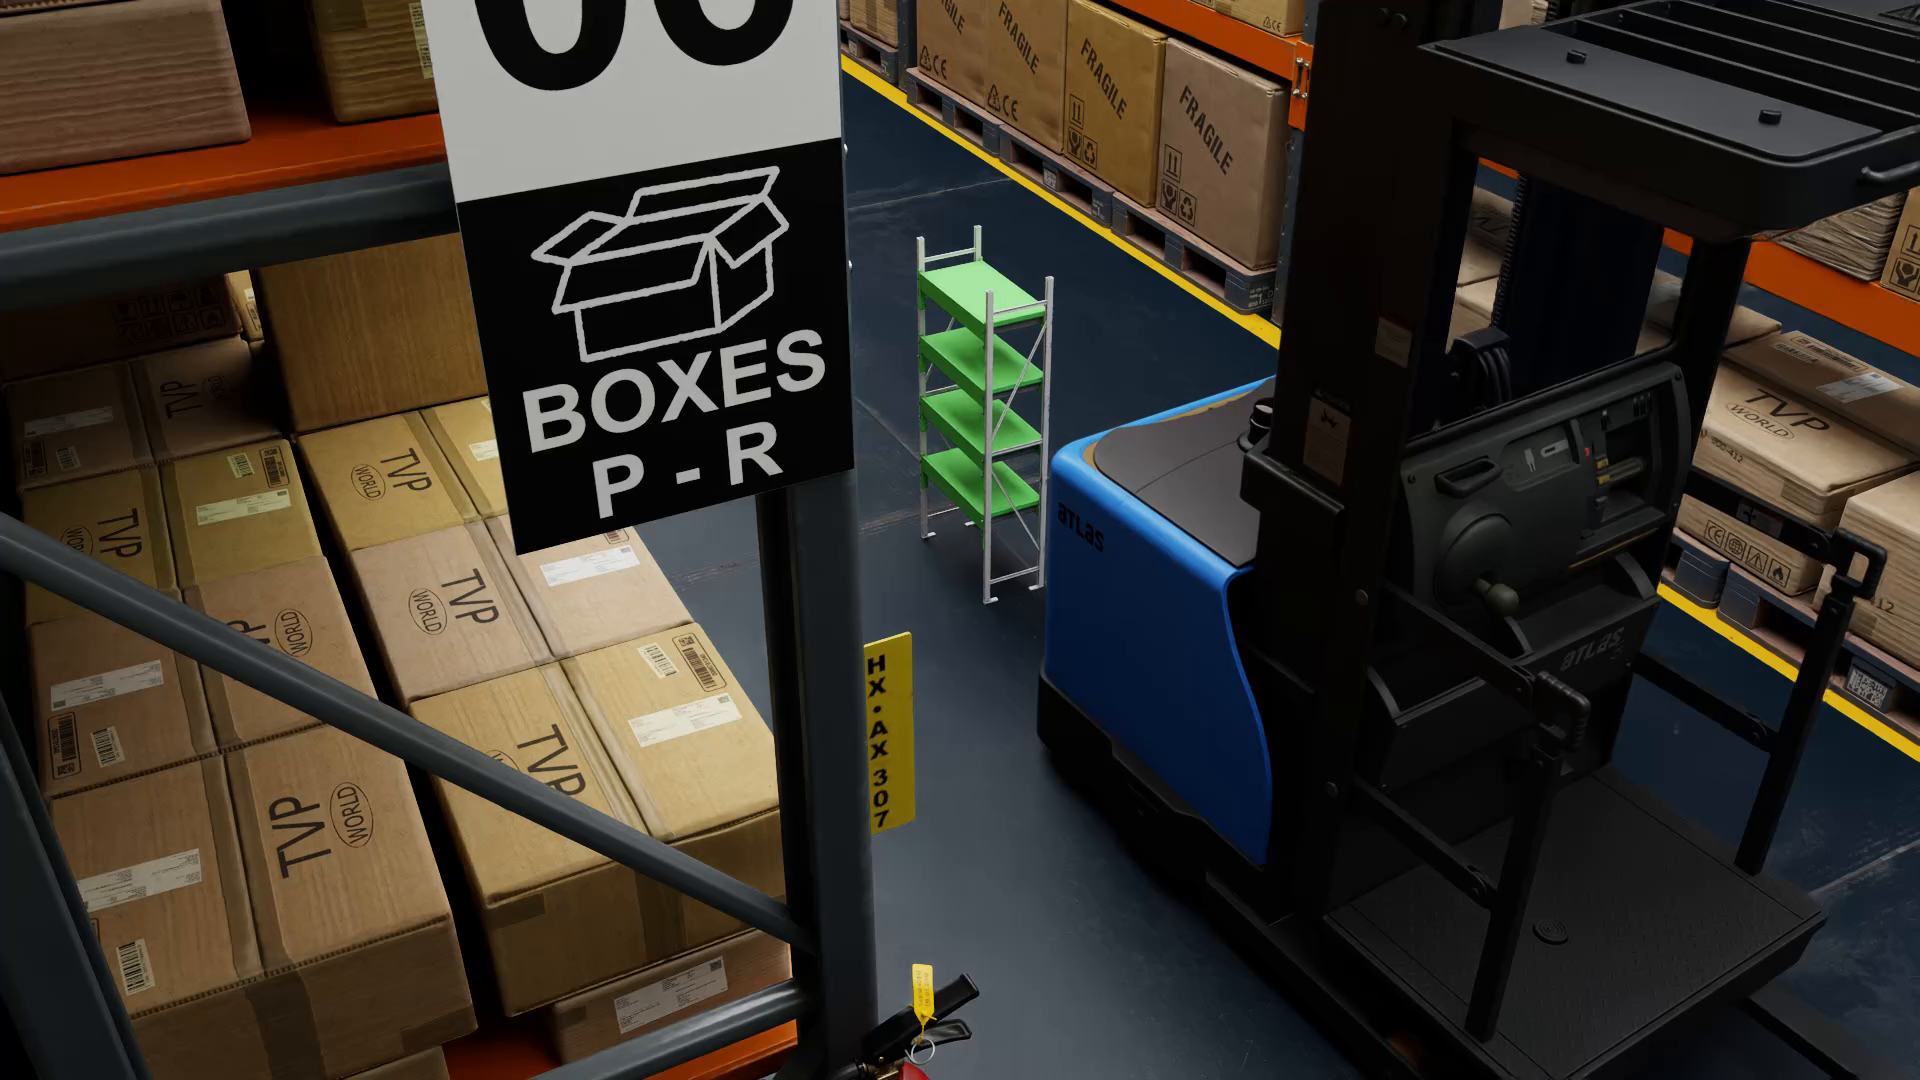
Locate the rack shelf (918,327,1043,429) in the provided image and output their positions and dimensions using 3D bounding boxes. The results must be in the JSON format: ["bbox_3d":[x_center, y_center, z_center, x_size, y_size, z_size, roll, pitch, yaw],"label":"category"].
[{"bbox_3d":[0.077,-0.575,5.708,0.258,0.148,0.480,-16,36,-23],"label":"rack shelf"}]

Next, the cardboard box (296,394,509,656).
[{"bbox_3d":[-1.036,-0.057,3.422,0.500,0.250,0.500,-17,36,-24],"label":"cardboard box"}]

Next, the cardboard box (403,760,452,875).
[{"bbox_3d":[-0.812,0.424,3.040,0.380,0.149,0.250,-16,36,-24],"label":"cardboard box"}]

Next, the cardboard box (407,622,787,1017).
[{"bbox_3d":[-0.562,0.425,2.670,0.500,0.250,0.500,-16,36,-23],"label":"cardboard box"}]

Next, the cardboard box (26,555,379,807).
[{"bbox_3d":[-1.277,0.310,2.849,0.500,0.250,0.500,-16,36,-23],"label":"cardboard box"}]

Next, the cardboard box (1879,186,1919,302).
[{"bbox_3d":[3.121,-0.928,4.826,0.500,0.500,0.500,-17,36,-24],"label":"cardboard box"}]

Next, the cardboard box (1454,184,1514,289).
[{"bbox_3d":[2.134,-1.160,7.265,0.875,0.438,0.875,-16,36,-24],"label":"cardboard box"}]

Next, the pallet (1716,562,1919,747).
[{"bbox_3d":[3.359,0.333,5.535,1.003,0.211,1.213,-16,36,-23],"label":"pallet"}]

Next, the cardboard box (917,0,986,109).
[{"bbox_3d":[0.319,-3.229,10.089,0.875,0.875,0.875,-16,36,-24],"label":"cardboard box"}]

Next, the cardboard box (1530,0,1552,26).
[{"bbox_3d":[2.380,-1.660,5.968,0.500,0.500,0.500,-16,36,-23],"label":"cardboard box"}]

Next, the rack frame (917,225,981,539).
[{"bbox_3d":[-0.037,-0.543,5.985,0.240,1.200,0.015,-16,36,-23],"label":"rack frame"}]

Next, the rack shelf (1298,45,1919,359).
[{"bbox_3d":[2.868,-1.131,5.901,1.077,0.370,4.000,-16,36,-23],"label":"rack shelf"}]

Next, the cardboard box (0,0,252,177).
[{"bbox_3d":[-0.942,-0.481,1.672,0.380,0.149,0.250,-15,36,-22],"label":"cardboard box"}]

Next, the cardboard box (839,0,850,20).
[{"bbox_3d":[-0.535,-3.990,11.743,0.950,0.372,0.625,-17,36,-24],"label":"cardboard box"}]

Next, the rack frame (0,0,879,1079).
[{"bbox_3d":[-0.586,0.770,2.267,0.949,2.616,0.053,-16,36,-23],"label":"rack frame"}]

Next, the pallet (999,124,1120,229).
[{"bbox_3d":[0.937,-2.146,9.404,1.003,0.211,1.213,-16,36,-23],"label":"pallet"}]

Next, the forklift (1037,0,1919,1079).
[{"bbox_3d":[1.460,-0.063,3.632,1.130,2.935,3.031,-19,37,-27],"label":"forklift"}]

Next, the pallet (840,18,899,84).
[{"bbox_3d":[-0.292,-3.496,11.511,1.003,0.211,1.213,-16,36,-23],"label":"pallet"}]

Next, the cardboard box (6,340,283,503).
[{"bbox_3d":[-1.747,-0.177,3.609,0.500,0.250,0.500,-16,36,-23],"label":"cardboard box"}]

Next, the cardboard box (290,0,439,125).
[{"bbox_3d":[-0.531,-0.597,1.853,0.380,0.149,0.250,-15,36,-22],"label":"cardboard box"}]

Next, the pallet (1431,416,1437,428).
[{"bbox_3d":[2.221,-0.831,7.352,1.003,0.211,1.213,-16,36,-23],"label":"pallet"}]

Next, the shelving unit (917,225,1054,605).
[{"bbox_3d":[0.077,-0.426,5.803,0.258,1.200,0.503,-16,36,-23],"label":"shelving unit"}]

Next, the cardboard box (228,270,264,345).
[{"bbox_3d":[-1.533,-0.542,4.178,0.500,0.250,0.500,-16,36,-23],"label":"cardboard box"}]

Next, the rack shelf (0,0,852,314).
[{"bbox_3d":[-1.521,-1.144,3.141,1.077,0.370,4.000,-16,36,-23],"label":"rack shelf"}]

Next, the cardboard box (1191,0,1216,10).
[{"bbox_3d":[1.267,-2.719,7.852,0.500,0.250,0.500,-16,36,-24],"label":"cardboard box"}]

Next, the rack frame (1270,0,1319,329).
[{"bbox_3d":[1.936,-2.388,7.197,1.000,3.000,0.127,-16,36,-23],"label":"rack frame"}]

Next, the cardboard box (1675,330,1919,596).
[{"bbox_3d":[2.971,-0.302,5.926,0.875,0.438,0.875,-15,36,-22],"label":"cardboard box"}]

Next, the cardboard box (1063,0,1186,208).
[{"bbox_3d":[1.148,-2.375,8.757,0.875,0.875,0.875,-15,36,-22],"label":"cardboard box"}]

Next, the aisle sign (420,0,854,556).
[{"bbox_3d":[-0.297,-0.365,1.629,0.394,0.787,0.004,-16,36,-23],"label":"aisle sign"}]

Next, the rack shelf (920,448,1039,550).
[{"bbox_3d":[0.077,-0.170,5.967,0.258,0.148,0.480,-16,36,-23],"label":"rack shelf"}]

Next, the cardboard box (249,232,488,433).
[{"bbox_3d":[-1.261,-0.607,3.585,0.500,0.500,0.500,-15,36,-22],"label":"cardboard box"}]
